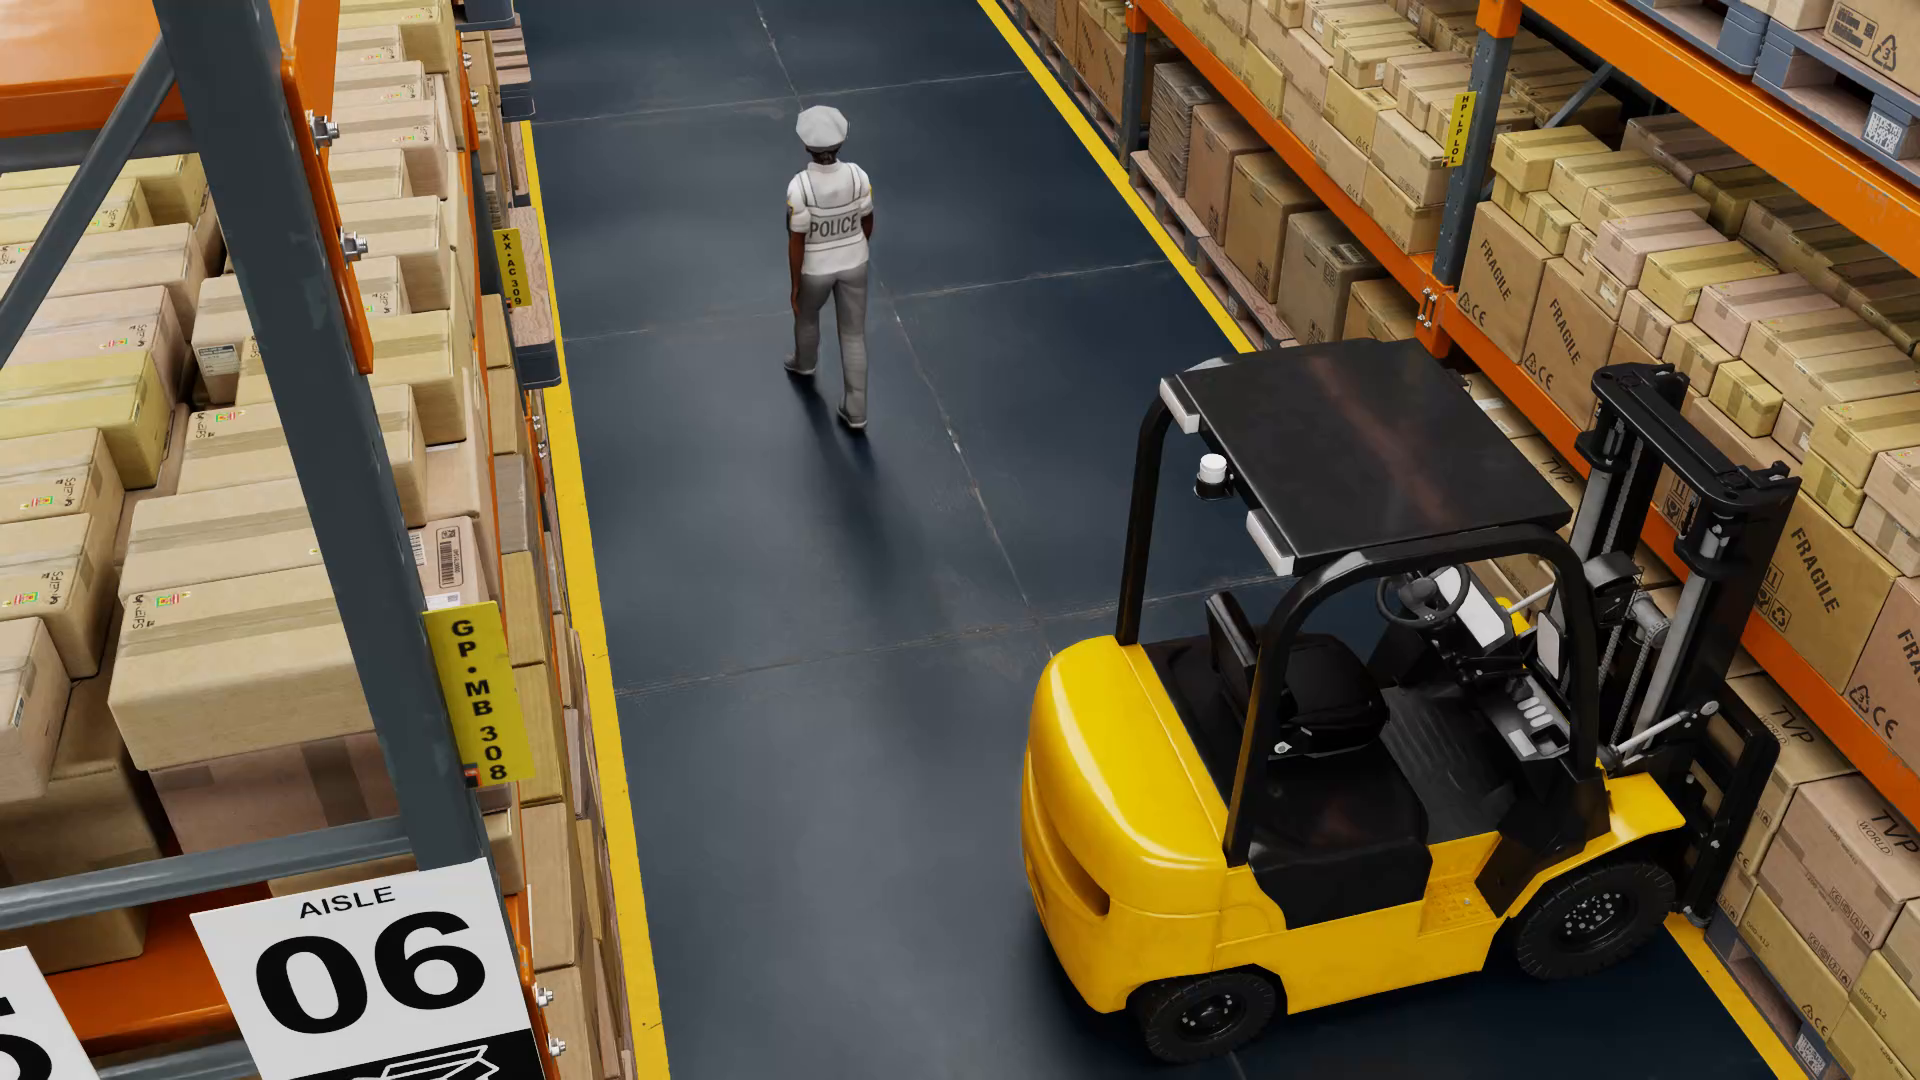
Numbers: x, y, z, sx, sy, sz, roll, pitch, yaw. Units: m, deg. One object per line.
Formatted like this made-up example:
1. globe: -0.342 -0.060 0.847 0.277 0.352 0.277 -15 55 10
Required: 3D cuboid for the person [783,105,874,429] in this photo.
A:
1. person: -0.679 -1.445 8.503 0.484 1.675 0.862 -11 40 -14
